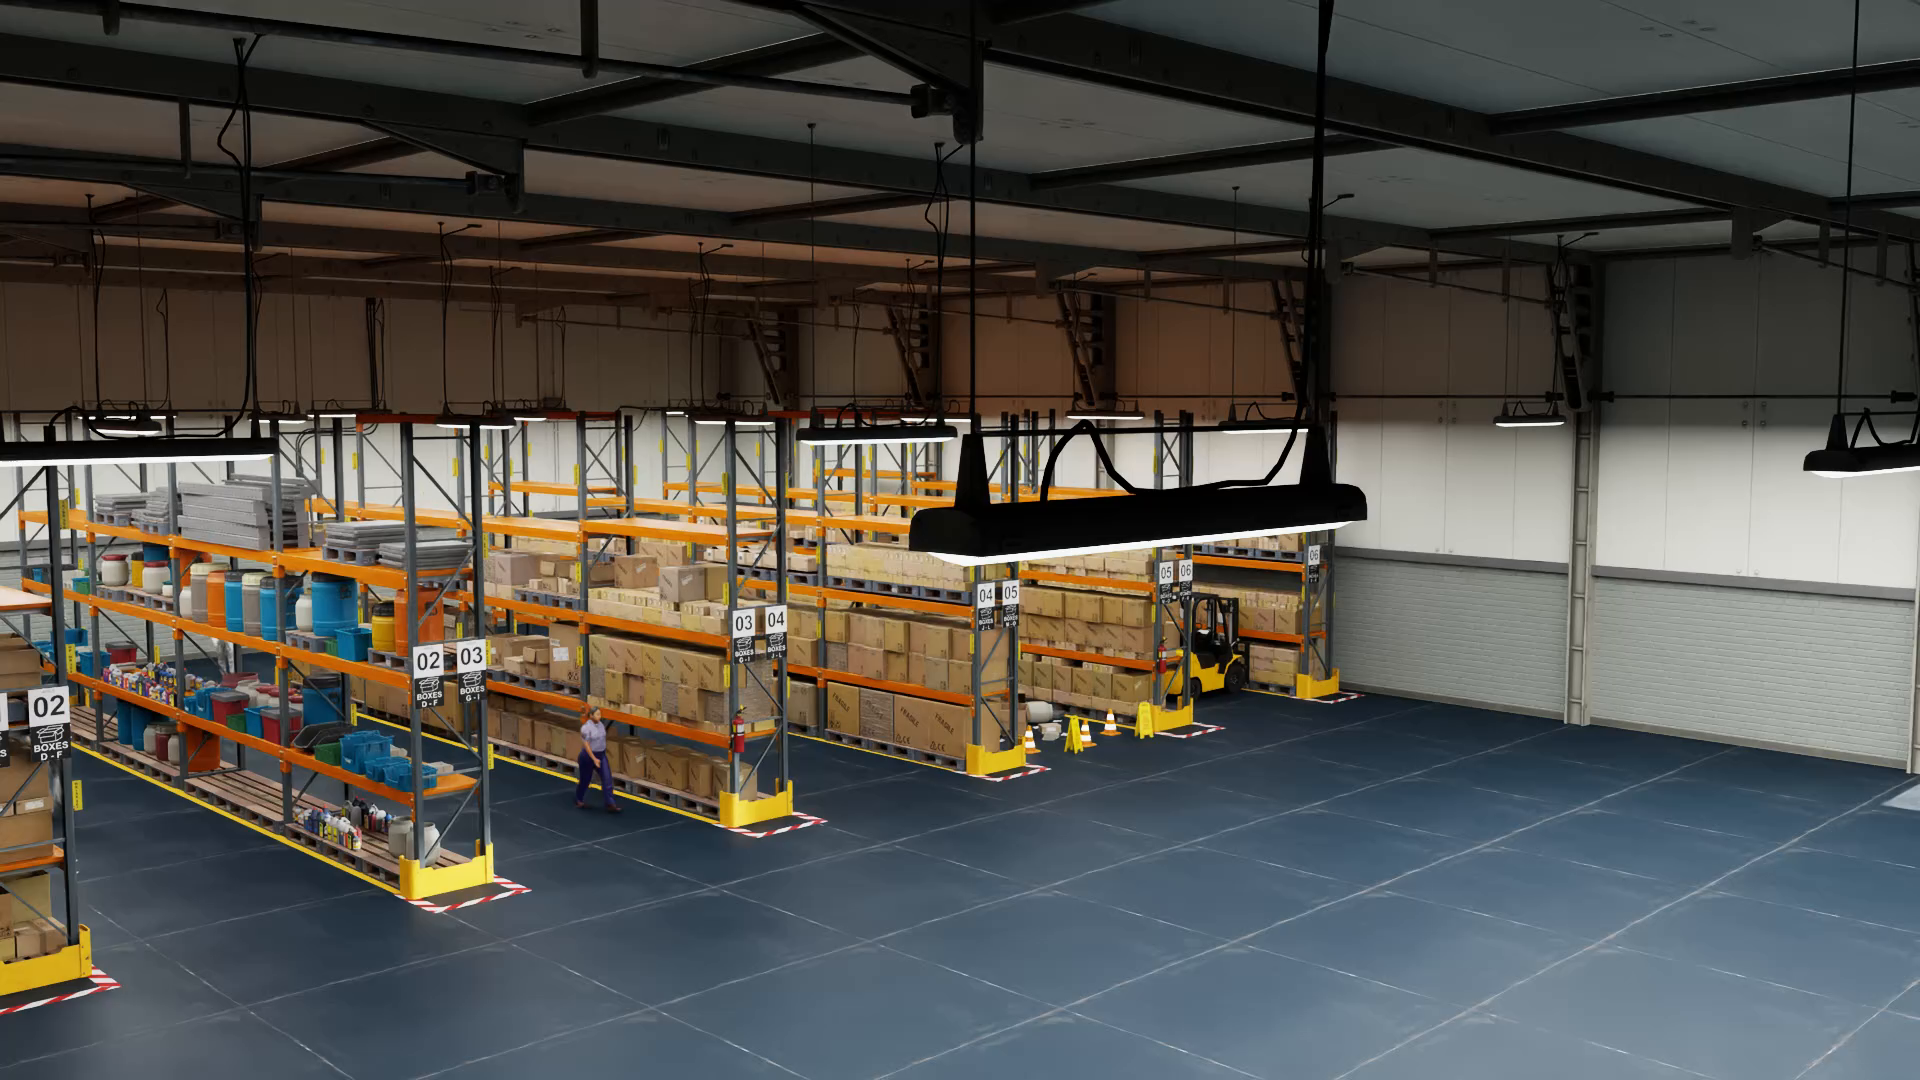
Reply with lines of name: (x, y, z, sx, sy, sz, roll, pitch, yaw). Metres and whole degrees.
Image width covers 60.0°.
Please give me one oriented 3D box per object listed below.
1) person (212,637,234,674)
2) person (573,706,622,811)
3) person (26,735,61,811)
person: (-16.491, 2.206, 37.237, 0.547, 1.716, 1.021, -2, 5, -25)
person: (-5.534, 3.322, 25.350, 0.982, 1.588, 0.474, 4, 6, 37)
person: (-13.897, 3.289, 25.270, 0.519, 1.660, 0.467, -3, 6, -32)
